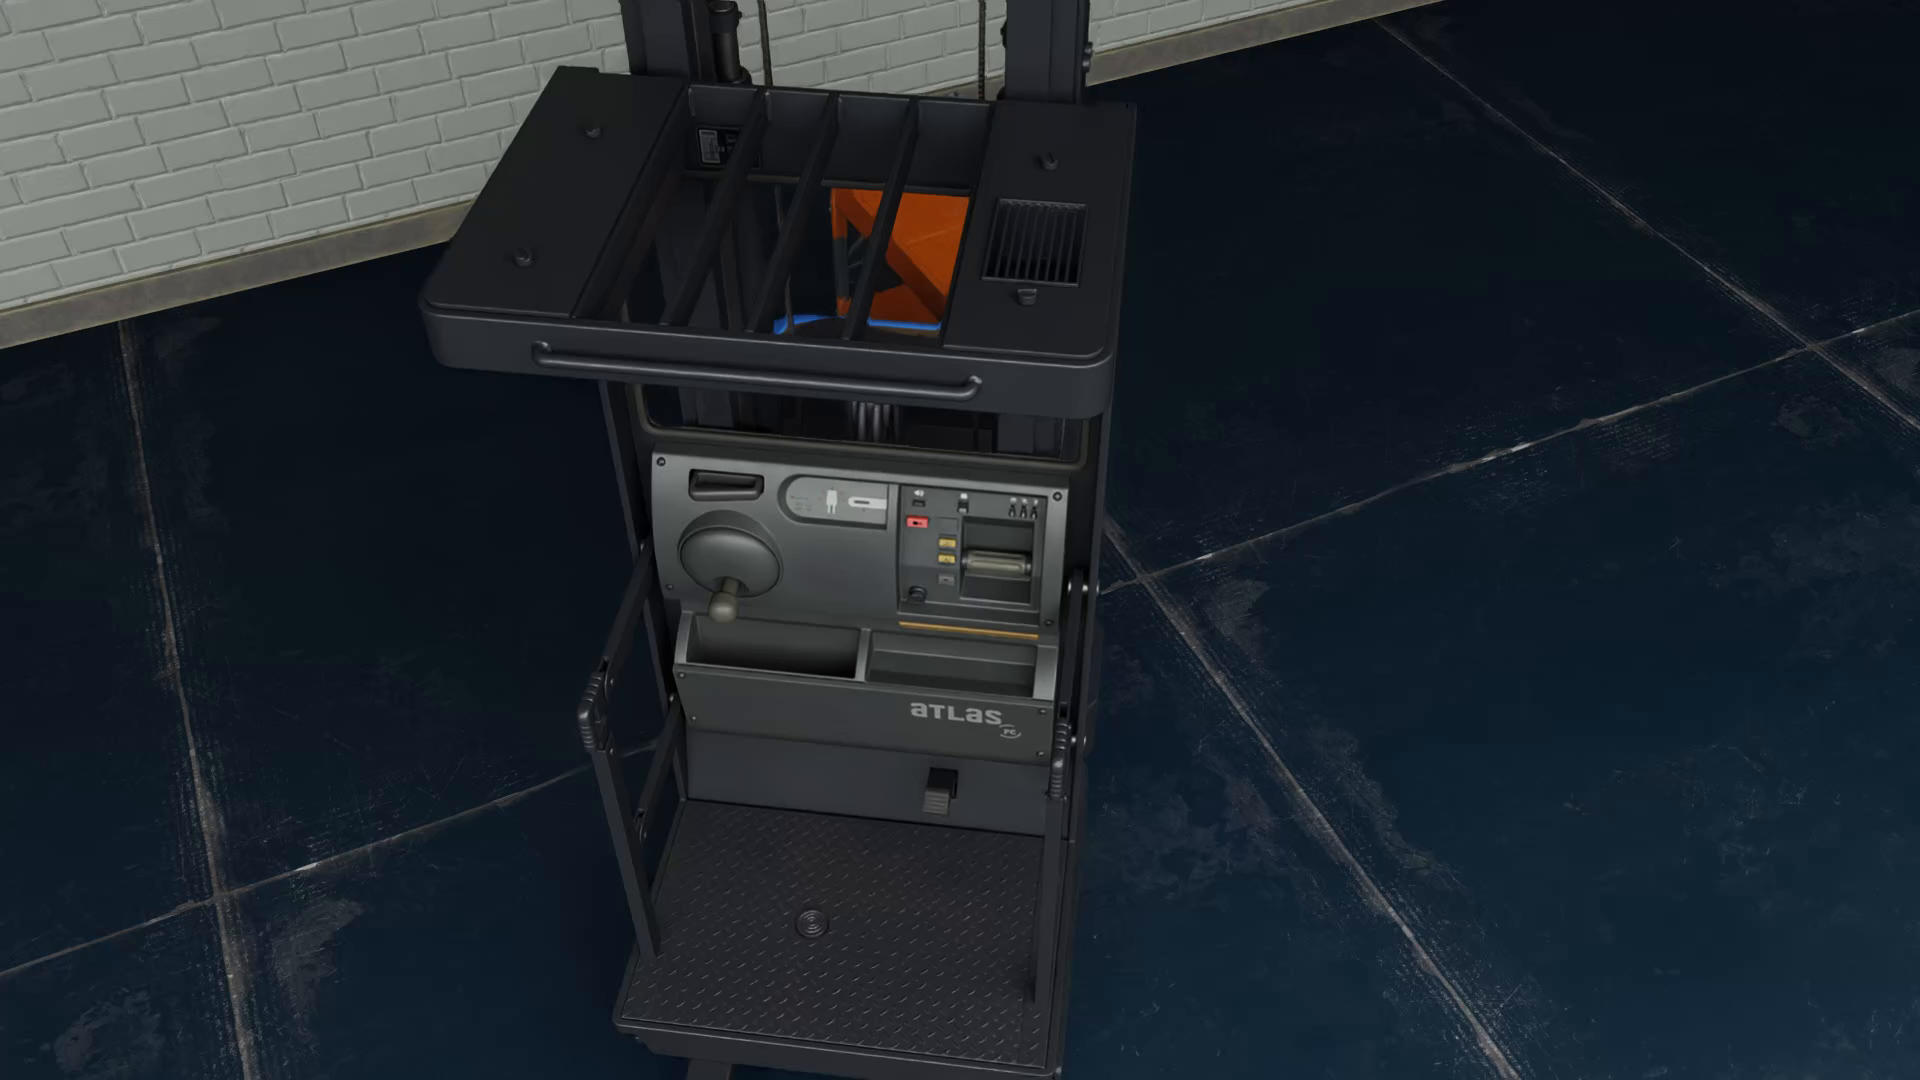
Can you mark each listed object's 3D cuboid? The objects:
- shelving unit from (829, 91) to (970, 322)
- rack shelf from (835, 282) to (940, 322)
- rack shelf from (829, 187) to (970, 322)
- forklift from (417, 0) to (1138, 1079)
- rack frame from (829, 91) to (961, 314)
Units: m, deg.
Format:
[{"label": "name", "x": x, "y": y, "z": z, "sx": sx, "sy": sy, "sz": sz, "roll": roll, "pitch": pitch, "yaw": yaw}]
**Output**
[{"label": "shelving unit", "x": 0.022, "y": -0.736, "z": 5.695, "sx": 0.538, "sy": 1.125, "sz": 1.048, "roll": -21, "pitch": 48, "yaw": -20}, {"label": "rack shelf", "x": 0.022, "y": -0.562, "z": 5.866, "sx": 0.538, "sy": 0.278, "sz": 1.000, "roll": -21, "pitch": 48, "yaw": -20}, {"label": "rack shelf", "x": 0.022, "y": -0.944, "z": 5.489, "sx": 0.538, "sy": 0.278, "sz": 1.000, "roll": -21, "pitch": 48, "yaw": -20}, {"label": "forklift", "x": -0.254, "y": 0.106, "z": 3.556, "sx": 1.130, "sy": 2.935, "sz": 3.031, "roll": 5, "pitch": 45, "yaw": 5}, {"label": "rack frame", "x": -0.223, "y": -1.048, "z": 6.011, "sx": 0.500, "sy": 1.125, "sz": 0.032, "roll": -21, "pitch": 48, "yaw": -20}]
